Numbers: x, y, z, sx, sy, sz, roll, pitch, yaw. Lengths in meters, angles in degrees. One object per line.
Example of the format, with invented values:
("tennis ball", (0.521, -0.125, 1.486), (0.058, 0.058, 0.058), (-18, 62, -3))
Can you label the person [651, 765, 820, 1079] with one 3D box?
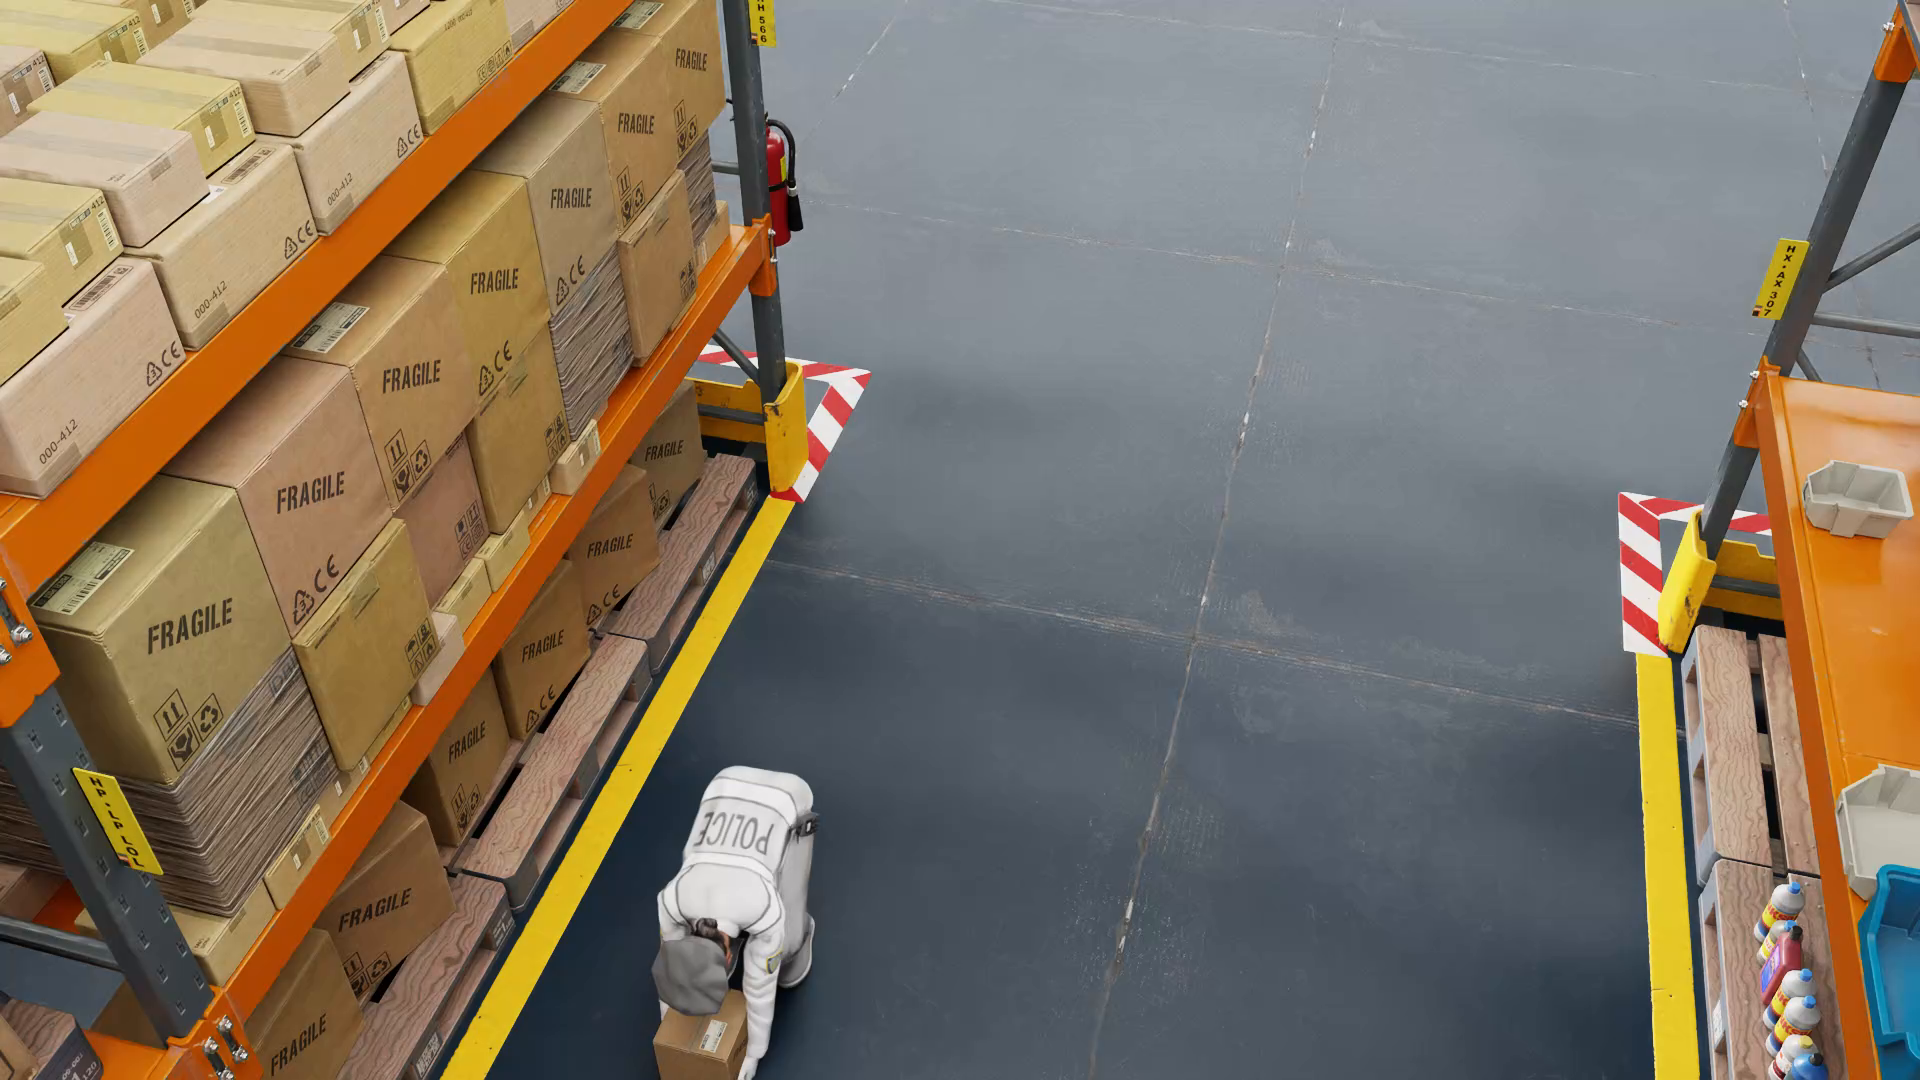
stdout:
("person", (-0.725, 1.254, 5.438), (0.453, 0.761, 0.914), (9, 42, 10))
